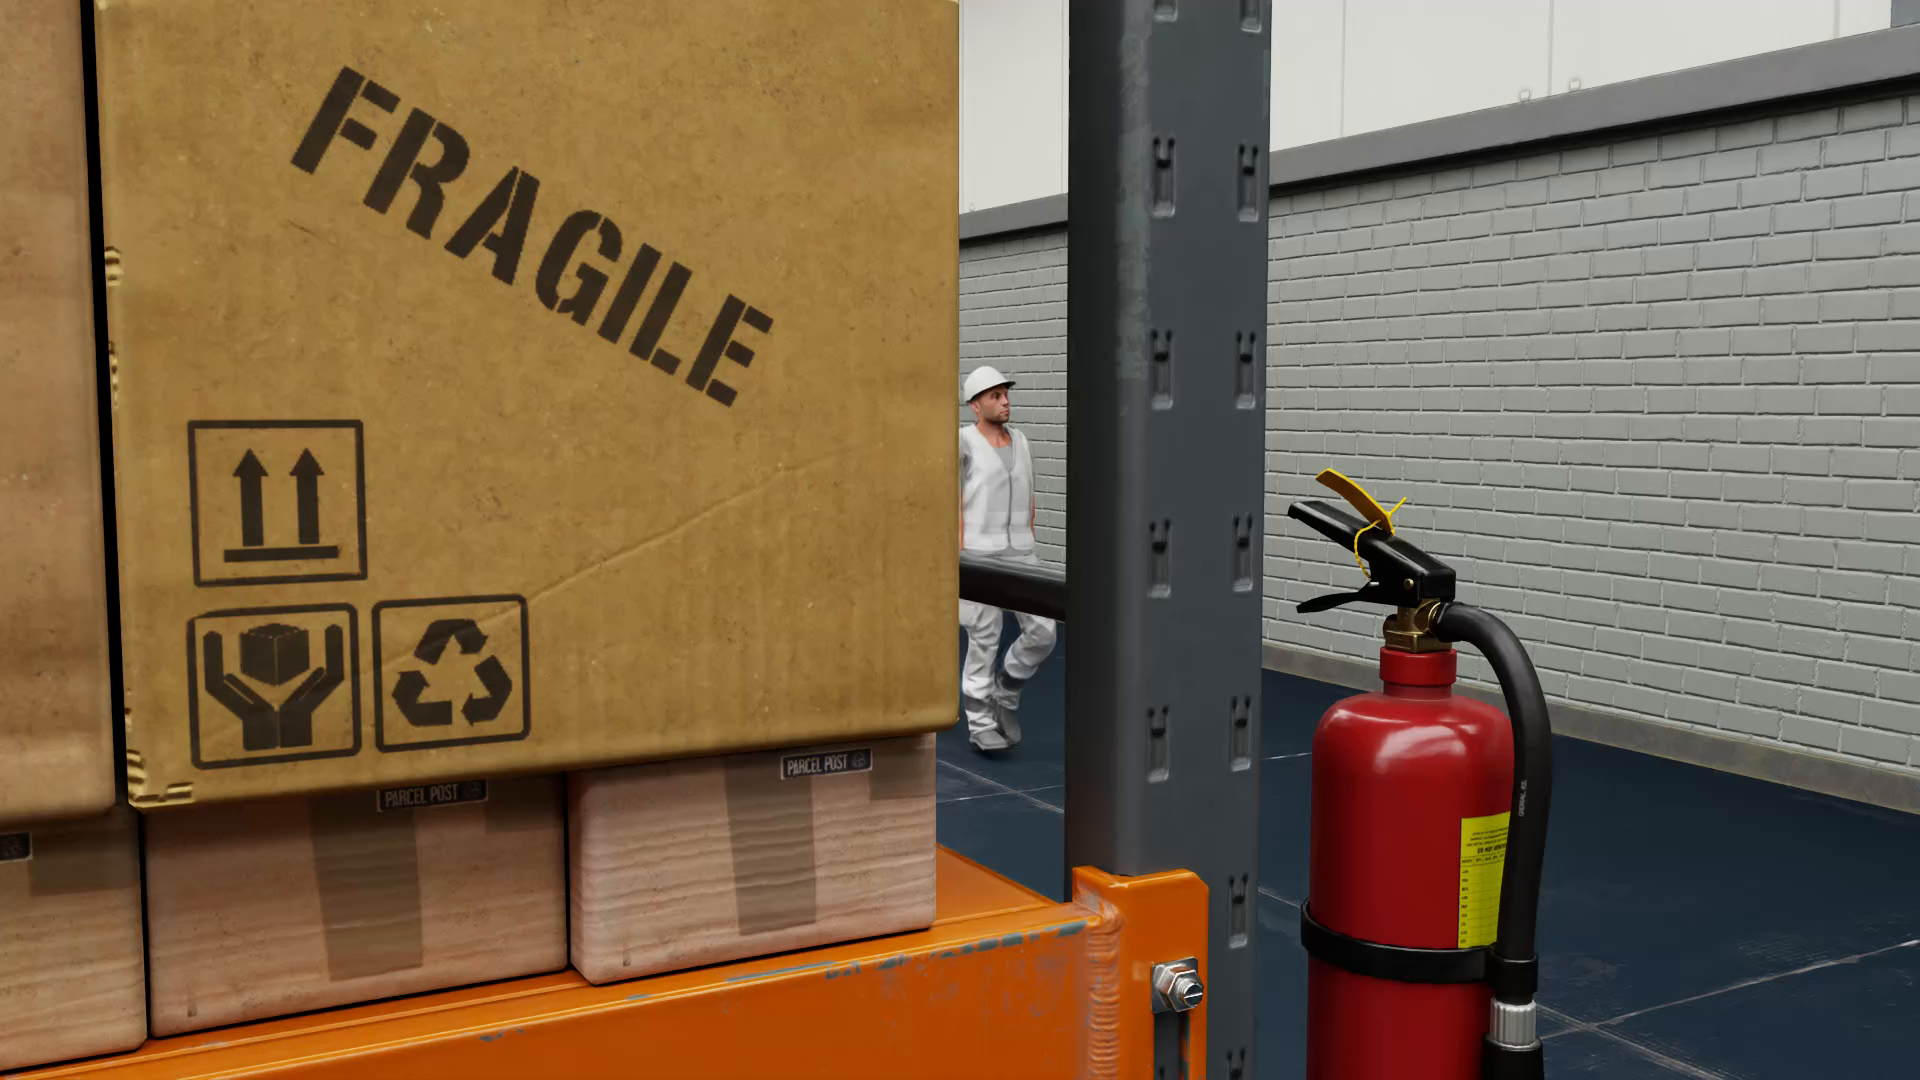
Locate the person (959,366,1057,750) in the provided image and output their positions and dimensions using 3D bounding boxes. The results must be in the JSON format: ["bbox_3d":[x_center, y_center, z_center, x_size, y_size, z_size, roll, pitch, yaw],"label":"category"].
[{"bbox_3d":[0.176,0.093,7.722,0.533,1.795,0.448,-3,6,-30],"label":"person"}]
